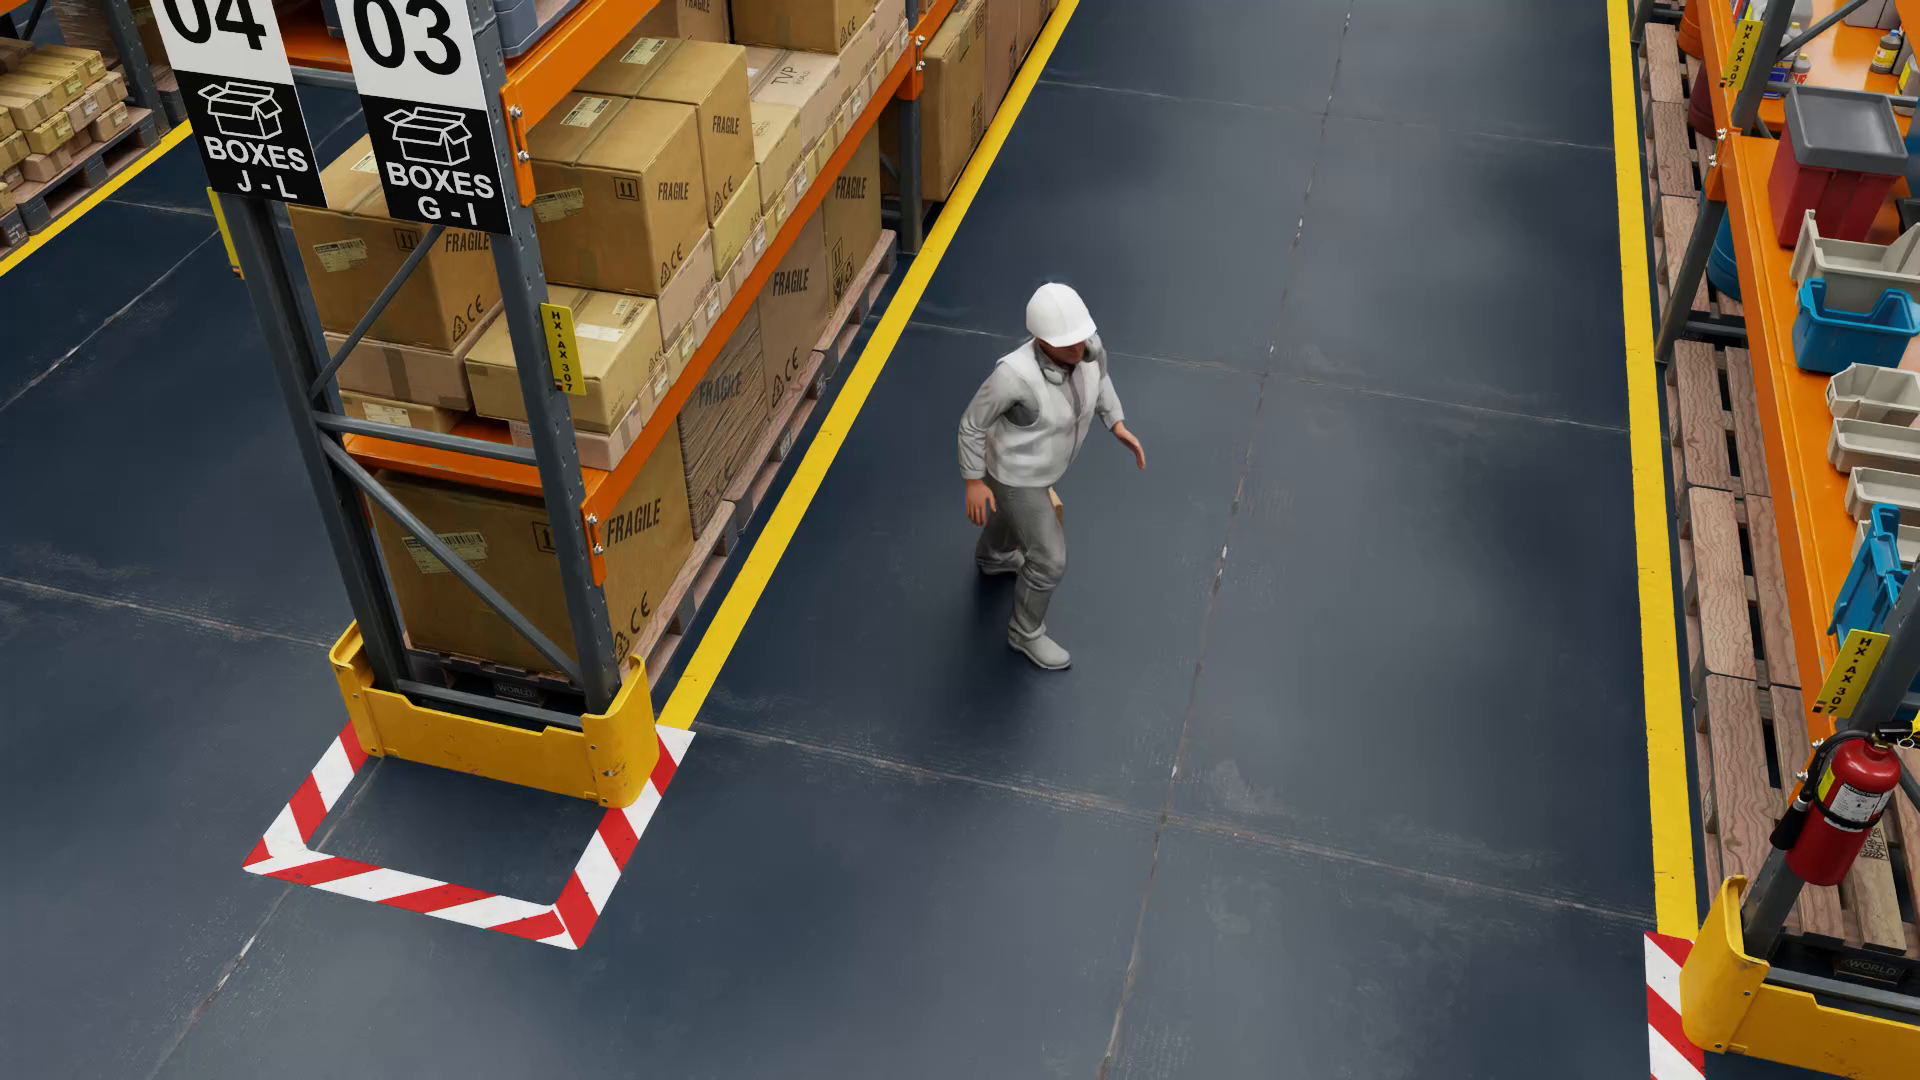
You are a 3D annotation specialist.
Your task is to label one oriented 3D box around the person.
[{"bbox_3d":[0.327,-0.302,6.526,0.790,1.731,0.697,22,45,23],"label":"person"}]
